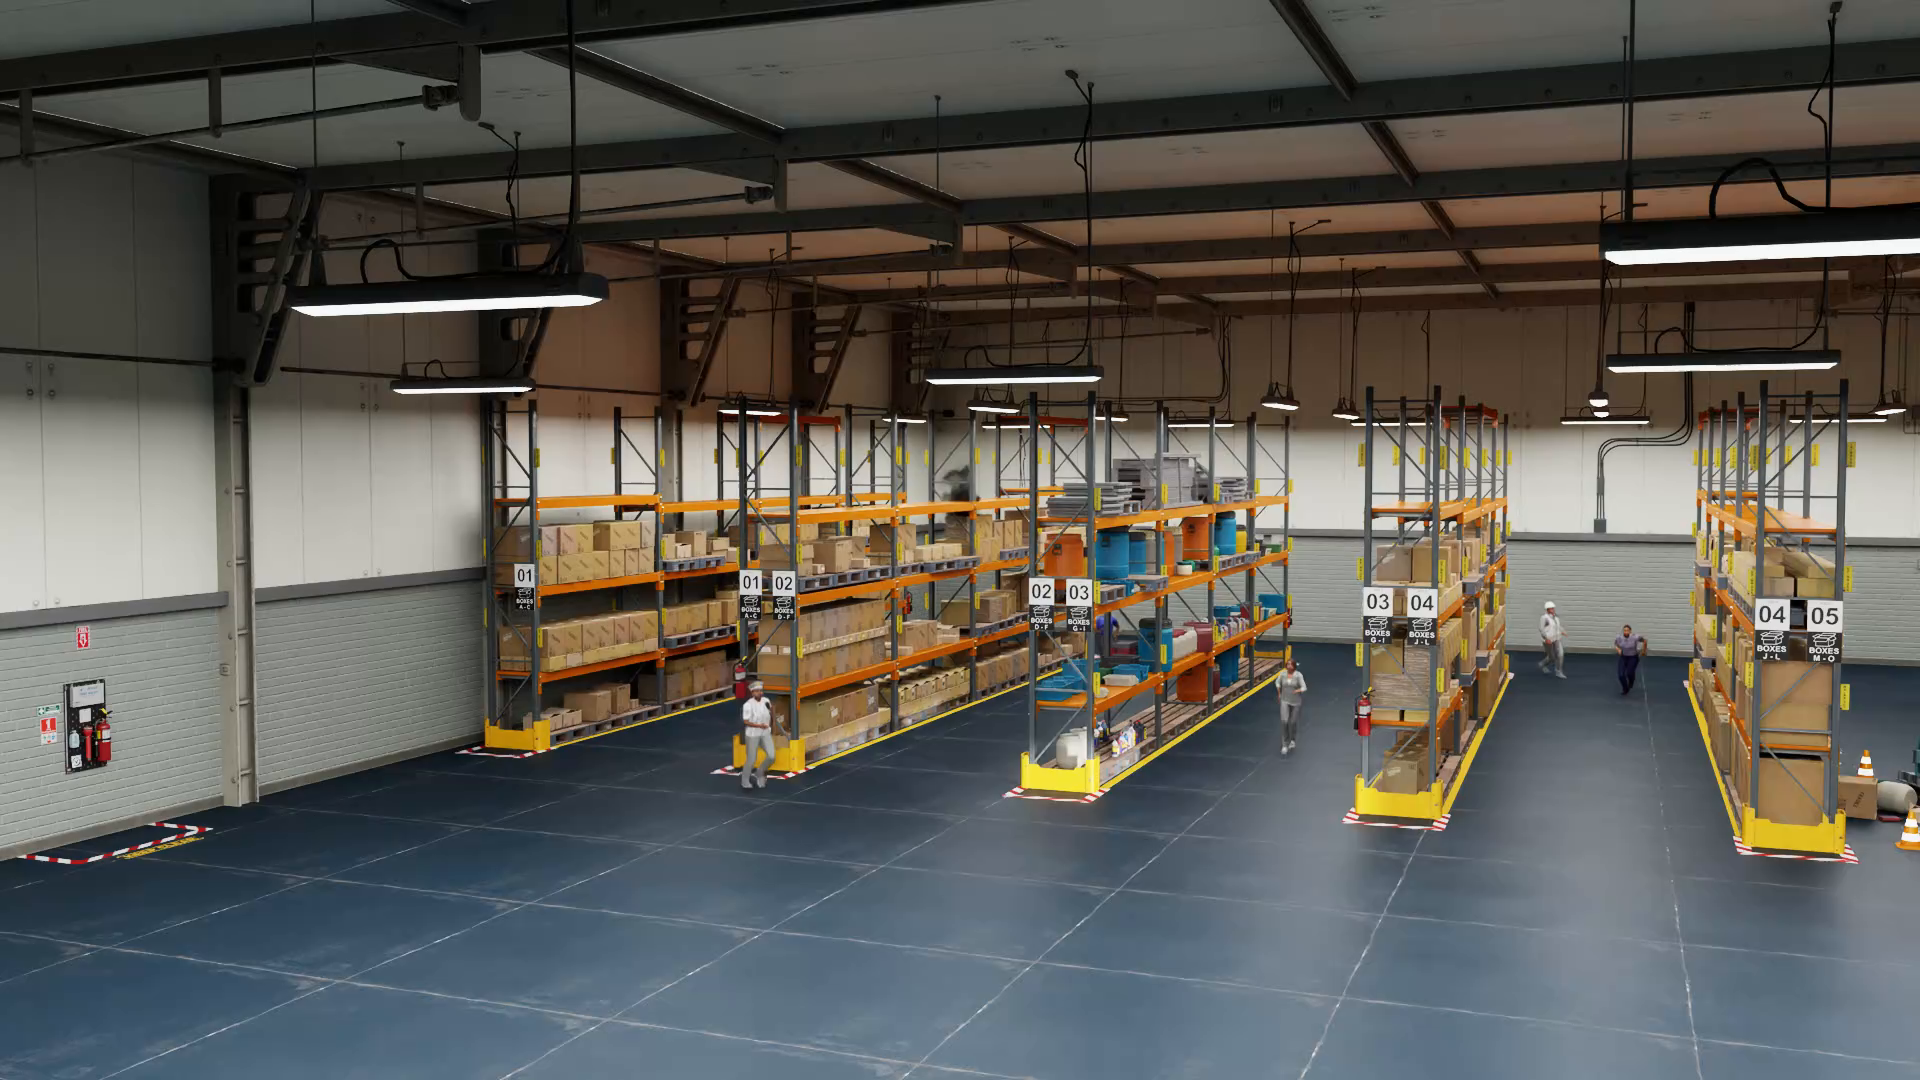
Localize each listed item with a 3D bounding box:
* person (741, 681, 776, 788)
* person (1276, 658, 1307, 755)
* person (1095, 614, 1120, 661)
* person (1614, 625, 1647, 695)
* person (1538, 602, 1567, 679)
[{"bbox_3d":[-2.997,2.923,24.941,0.591,1.652,0.803,-2,3,-31],"label":"person"},{"bbox_3d":[5.623,2.818,28.250,0.523,1.643,0.722,1,3,13],"label":"person"},{"bbox_3d":[3.288,2.300,37.441,0.583,1.632,0.957,0,3,10],"label":"person"},{"bbox_3d":[14.095,2.530,35.000,0.621,1.532,0.741,2,3,34],"label":"person"},{"bbox_3d":[13.463,2.273,37.965,0.723,1.741,0.803,-1,3,-24],"label":"person"}]
